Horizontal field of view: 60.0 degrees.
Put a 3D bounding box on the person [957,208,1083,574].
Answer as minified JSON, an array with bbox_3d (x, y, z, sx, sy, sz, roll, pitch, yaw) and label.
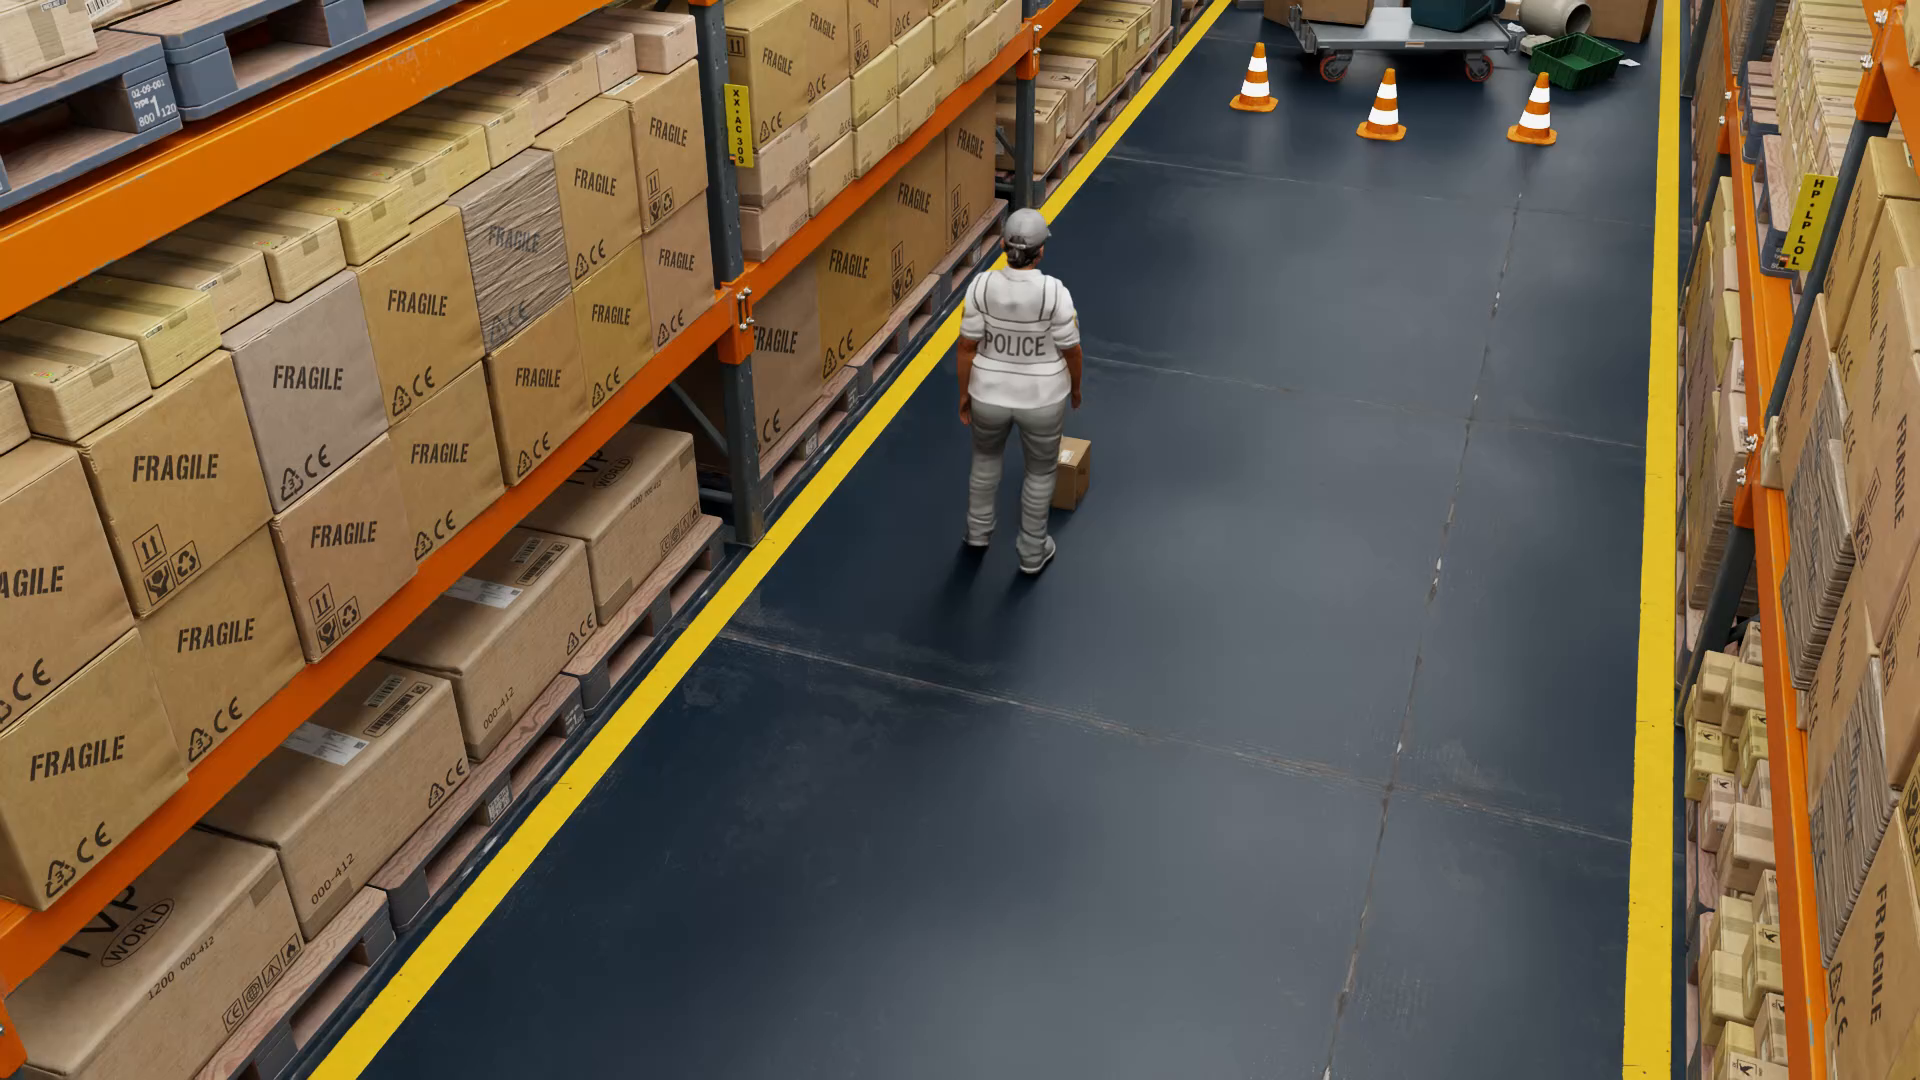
[{"bbox_3d":[0.243,-0.594,7.058,0.547,1.729,0.438,8,34,12],"label":"person"}]
